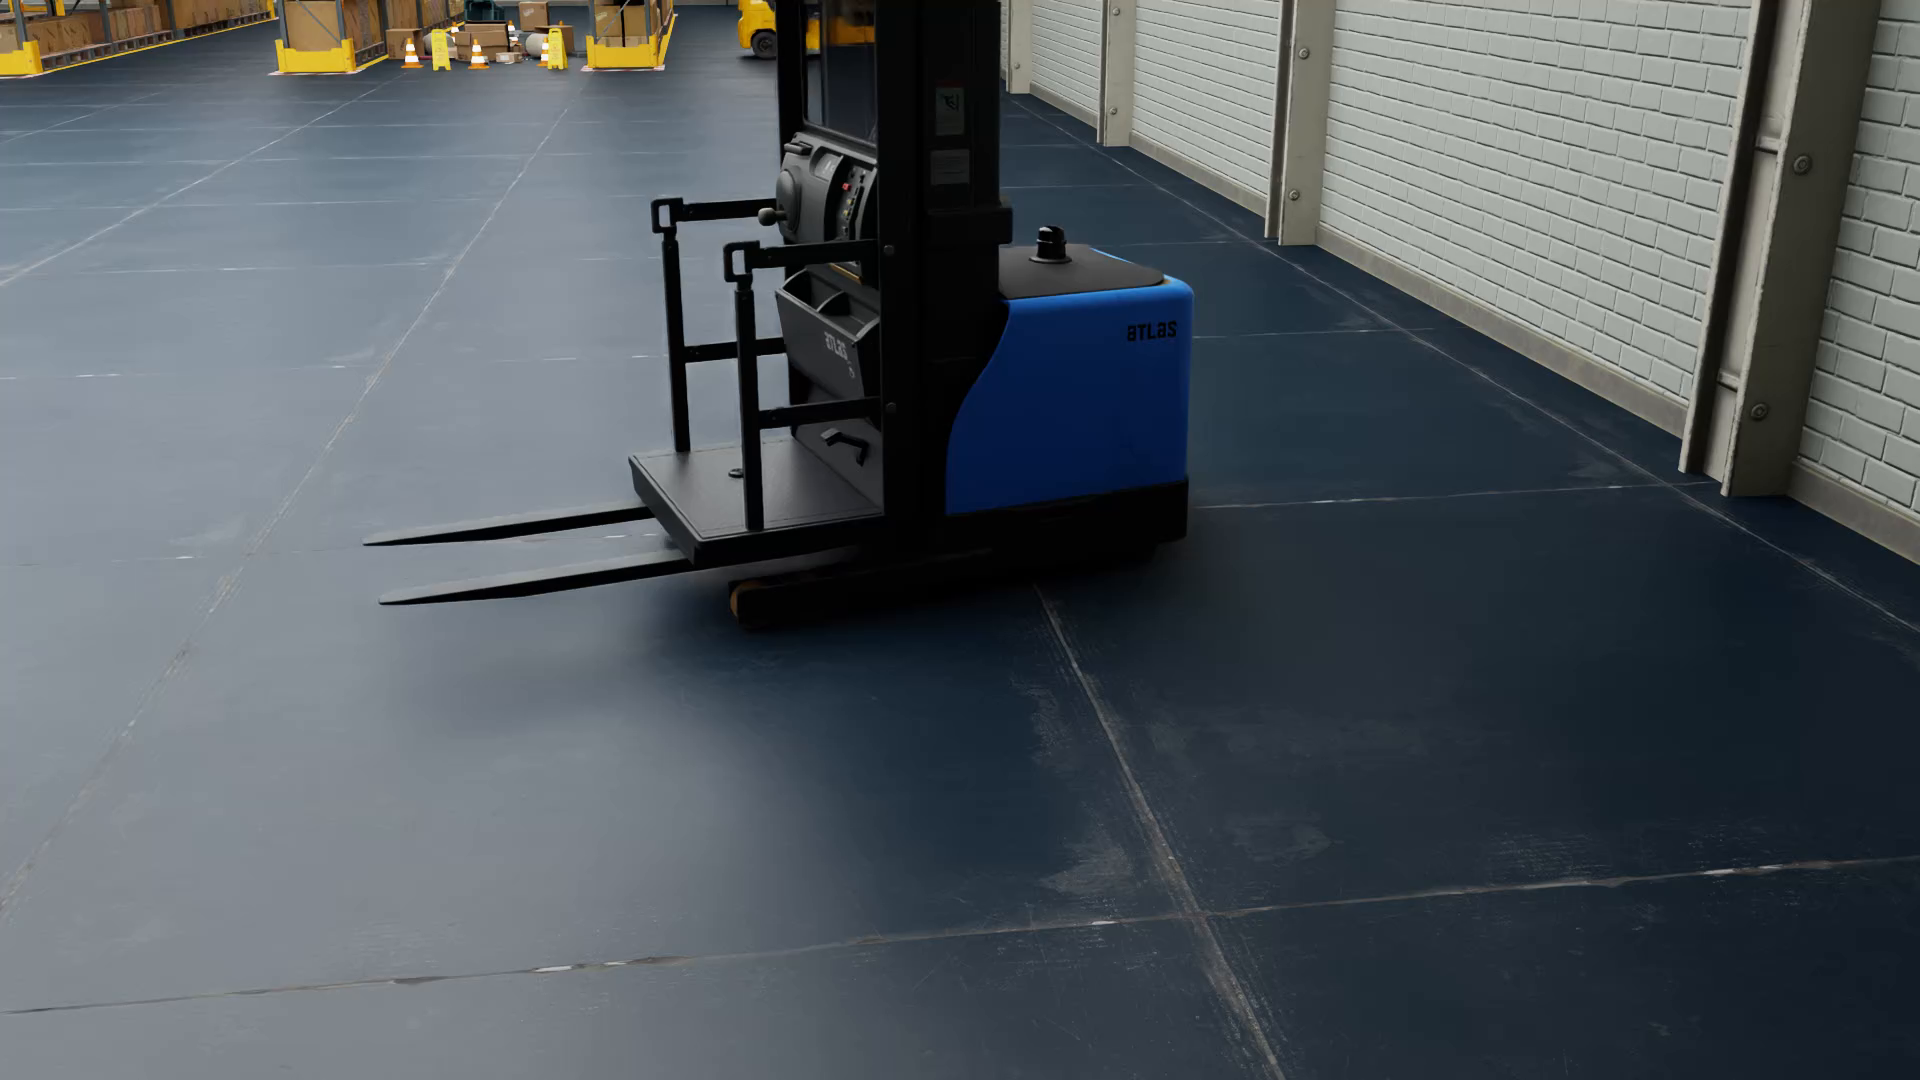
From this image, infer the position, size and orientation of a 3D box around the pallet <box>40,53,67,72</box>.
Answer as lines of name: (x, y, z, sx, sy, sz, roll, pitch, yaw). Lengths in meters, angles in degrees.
pallet: (-15.611, -7.942, 27.679, 1.003, 0.211, 1.213, -3, 21, -8)

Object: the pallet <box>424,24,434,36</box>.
pallet: (-11.859, -10.889, 35.568, 1.003, 0.211, 1.213, -3, 21, -8)

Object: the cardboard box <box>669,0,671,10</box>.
cardboard box: (-7.683, -13.435, 41.463, 0.875, 0.438, 0.875, -2, 21, -6)

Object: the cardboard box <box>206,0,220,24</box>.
cardboard box: (-17.006, -11.765, 36.367, 1.225, 0.875, 0.875, -4, 21, -10)

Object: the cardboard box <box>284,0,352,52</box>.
cardboard box: (-10.758, -8.587, 27.857, 0.875, 0.875, 0.875, -3, 21, -7)

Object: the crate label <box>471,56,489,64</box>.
crate label: (-8.274, -8.277, 28.682, 0.250, 0.136, 0.298, -15, 25, -35)

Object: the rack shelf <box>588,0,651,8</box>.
rack shelf: (-5.999, -9.794, 29.681, 1.077, 0.370, 4.000, -3, 21, -8)

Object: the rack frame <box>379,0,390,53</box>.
rack frame: (-11.171, -10.539, 30.647, 1.000, 3.000, 0.127, -3, 21, -8)

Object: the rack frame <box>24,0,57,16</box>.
rack frame: (-22.725, -14.229, 40.526, 1.000, 3.000, 0.127, -3, 21, -8)

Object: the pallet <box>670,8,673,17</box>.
pallet: (-7.825, -13.399, 42.291, 1.003, 0.211, 1.213, -3, 21, -8)

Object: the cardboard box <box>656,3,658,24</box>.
cardboard box: (-5.937, -9.893, 31.173, 0.500, 0.500, 0.500, -3, 21, -9)

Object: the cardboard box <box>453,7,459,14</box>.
cardboard box: (-12.286, -12.760, 40.067, 0.380, 0.149, 0.250, -3, 21, -9)

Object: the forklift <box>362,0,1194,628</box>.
forklift: (-0.669, -1.271, 5.931, 3.031, 2.935, 1.130, -9, 22, -22)

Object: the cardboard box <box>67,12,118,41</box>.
cardboard box: (-16.161, -9.573, 31.003, 0.700, 0.500, 0.500, -5, 21, -12)

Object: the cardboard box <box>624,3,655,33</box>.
cardboard box: (-5.637, -9.181, 29.269, 0.500, 0.500, 0.500, -4, 21, -10)

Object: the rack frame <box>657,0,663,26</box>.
rack frame: (-6.864, -12.209, 35.117, 1.000, 3.000, 0.127, -3, 21, -8)

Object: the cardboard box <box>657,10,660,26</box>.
cardboard box: (-6.678, -10.723, 34.295, 0.950, 0.372, 0.625, -3, 21, -9)

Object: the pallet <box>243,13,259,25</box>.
pallet: (-17.459, -12.478, 39.824, 1.003, 0.211, 1.213, -3, 21, -8)

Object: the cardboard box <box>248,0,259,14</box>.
cardboard box: (-17.521, -13.148, 40.067, 0.875, 0.875, 0.875, -3, 21, -8)

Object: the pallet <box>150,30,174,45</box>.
pallet: (-16.560, -10.132, 33.542, 1.003, 0.211, 1.213, -3, 21, -8)

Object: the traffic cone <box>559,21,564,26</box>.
traffic cone: (-7.852, -9.994, 32.814, 0.336, 0.463, 0.334, -3, 21, -8)

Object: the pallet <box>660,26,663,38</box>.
pallet: (-6.753, -10.632, 34.881, 1.003, 0.211, 1.213, -3, 21, -8)

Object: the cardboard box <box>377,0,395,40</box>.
cardboard box: (-11.350, -9.892, 31.531, 1.050, 0.750, 0.750, -3, 21, -8)

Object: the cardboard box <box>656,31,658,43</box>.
cardboard box: (-5.711, -9.006, 29.872, 0.500, 0.250, 0.500, -2, 21, -4)

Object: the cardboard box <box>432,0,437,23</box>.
cardboard box: (-11.752, -11.559, 36.350, 0.500, 0.500, 0.500, -3, 21, -9)

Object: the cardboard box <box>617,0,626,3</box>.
cardboard box: (-6.308, -9.502, 30.127, 0.500, 0.500, 0.500, -2, 21, -5)

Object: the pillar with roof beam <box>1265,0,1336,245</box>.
pillar with roof beam: (-1.674, -6.338, 10.825, 9.100, 9.000, 0.400, -3, 21, -8)

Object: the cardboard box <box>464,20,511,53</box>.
cardboard box: (-8.612, -9.137, 30.266, 0.797, 0.637, 0.503, -3, 21, -8)

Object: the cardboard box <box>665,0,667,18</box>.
cardboard box: (-7.134, -12.272, 37.723, 0.875, 0.875, 0.875, -2, 21, -6)

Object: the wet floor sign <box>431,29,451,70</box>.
wet floor sign: (-8.631, -8.141, 27.592, 0.267, 0.644, 0.232, -7, 21, -17)

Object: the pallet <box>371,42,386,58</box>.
pallet: (-11.139, -8.966, 30.419, 1.003, 0.211, 1.213, -3, 21, -8)

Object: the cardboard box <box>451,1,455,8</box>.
cardboard box: (-12.309, -12.807, 39.768, 0.380, 0.149, 0.250, -2, 21, -5)

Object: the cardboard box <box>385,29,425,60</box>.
cardboard box: (-9.932, -8.884, 29.784, 0.500, 0.500, 0.500, 1, 20, 2)

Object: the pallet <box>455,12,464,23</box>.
pallet: (-12.636, -12.657, 40.302, 1.003, 0.211, 1.213, -3, 21, -8)

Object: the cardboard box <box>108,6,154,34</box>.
cardboard box: (-16.462, -10.322, 33.009, 0.700, 0.500, 0.500, -5, 21, -12)

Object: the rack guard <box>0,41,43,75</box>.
rack guard: (-15.528, -7.794, 26.871, 1.175, 0.500, 0.348, -3, 21, -8)

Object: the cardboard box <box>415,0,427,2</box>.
cardboard box: (-11.608, -11.552, 35.260, 0.500, 0.250, 0.500, -4, 21, -10)

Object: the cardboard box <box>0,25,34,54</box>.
cardboard box: (-15.591, -8.182, 27.308, 0.500, 0.500, 0.500, 1, 20, 2)

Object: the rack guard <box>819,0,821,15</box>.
rack guard: (-3.095, -14.033, 43.574, 1.175, 0.500, 0.348, -3, 21, -8)

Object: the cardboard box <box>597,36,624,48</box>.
cardboard box: (-6.097, -8.622, 28.844, 0.500, 0.250, 0.500, -3, 21, -8)

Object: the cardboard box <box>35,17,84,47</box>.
cardboard box: (-15.986, -9.011, 29.529, 0.500, 0.500, 0.500, 4, 21, 9)

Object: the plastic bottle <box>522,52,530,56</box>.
plastic bottle: (-7.957, -8.906, 30.474, 0.133, 0.061, 0.283, 1, 20, 2)

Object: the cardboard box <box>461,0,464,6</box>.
cardboard box: (-12.379, -13.168, 40.734, 0.380, 0.149, 0.250, -3, 21, -7)
